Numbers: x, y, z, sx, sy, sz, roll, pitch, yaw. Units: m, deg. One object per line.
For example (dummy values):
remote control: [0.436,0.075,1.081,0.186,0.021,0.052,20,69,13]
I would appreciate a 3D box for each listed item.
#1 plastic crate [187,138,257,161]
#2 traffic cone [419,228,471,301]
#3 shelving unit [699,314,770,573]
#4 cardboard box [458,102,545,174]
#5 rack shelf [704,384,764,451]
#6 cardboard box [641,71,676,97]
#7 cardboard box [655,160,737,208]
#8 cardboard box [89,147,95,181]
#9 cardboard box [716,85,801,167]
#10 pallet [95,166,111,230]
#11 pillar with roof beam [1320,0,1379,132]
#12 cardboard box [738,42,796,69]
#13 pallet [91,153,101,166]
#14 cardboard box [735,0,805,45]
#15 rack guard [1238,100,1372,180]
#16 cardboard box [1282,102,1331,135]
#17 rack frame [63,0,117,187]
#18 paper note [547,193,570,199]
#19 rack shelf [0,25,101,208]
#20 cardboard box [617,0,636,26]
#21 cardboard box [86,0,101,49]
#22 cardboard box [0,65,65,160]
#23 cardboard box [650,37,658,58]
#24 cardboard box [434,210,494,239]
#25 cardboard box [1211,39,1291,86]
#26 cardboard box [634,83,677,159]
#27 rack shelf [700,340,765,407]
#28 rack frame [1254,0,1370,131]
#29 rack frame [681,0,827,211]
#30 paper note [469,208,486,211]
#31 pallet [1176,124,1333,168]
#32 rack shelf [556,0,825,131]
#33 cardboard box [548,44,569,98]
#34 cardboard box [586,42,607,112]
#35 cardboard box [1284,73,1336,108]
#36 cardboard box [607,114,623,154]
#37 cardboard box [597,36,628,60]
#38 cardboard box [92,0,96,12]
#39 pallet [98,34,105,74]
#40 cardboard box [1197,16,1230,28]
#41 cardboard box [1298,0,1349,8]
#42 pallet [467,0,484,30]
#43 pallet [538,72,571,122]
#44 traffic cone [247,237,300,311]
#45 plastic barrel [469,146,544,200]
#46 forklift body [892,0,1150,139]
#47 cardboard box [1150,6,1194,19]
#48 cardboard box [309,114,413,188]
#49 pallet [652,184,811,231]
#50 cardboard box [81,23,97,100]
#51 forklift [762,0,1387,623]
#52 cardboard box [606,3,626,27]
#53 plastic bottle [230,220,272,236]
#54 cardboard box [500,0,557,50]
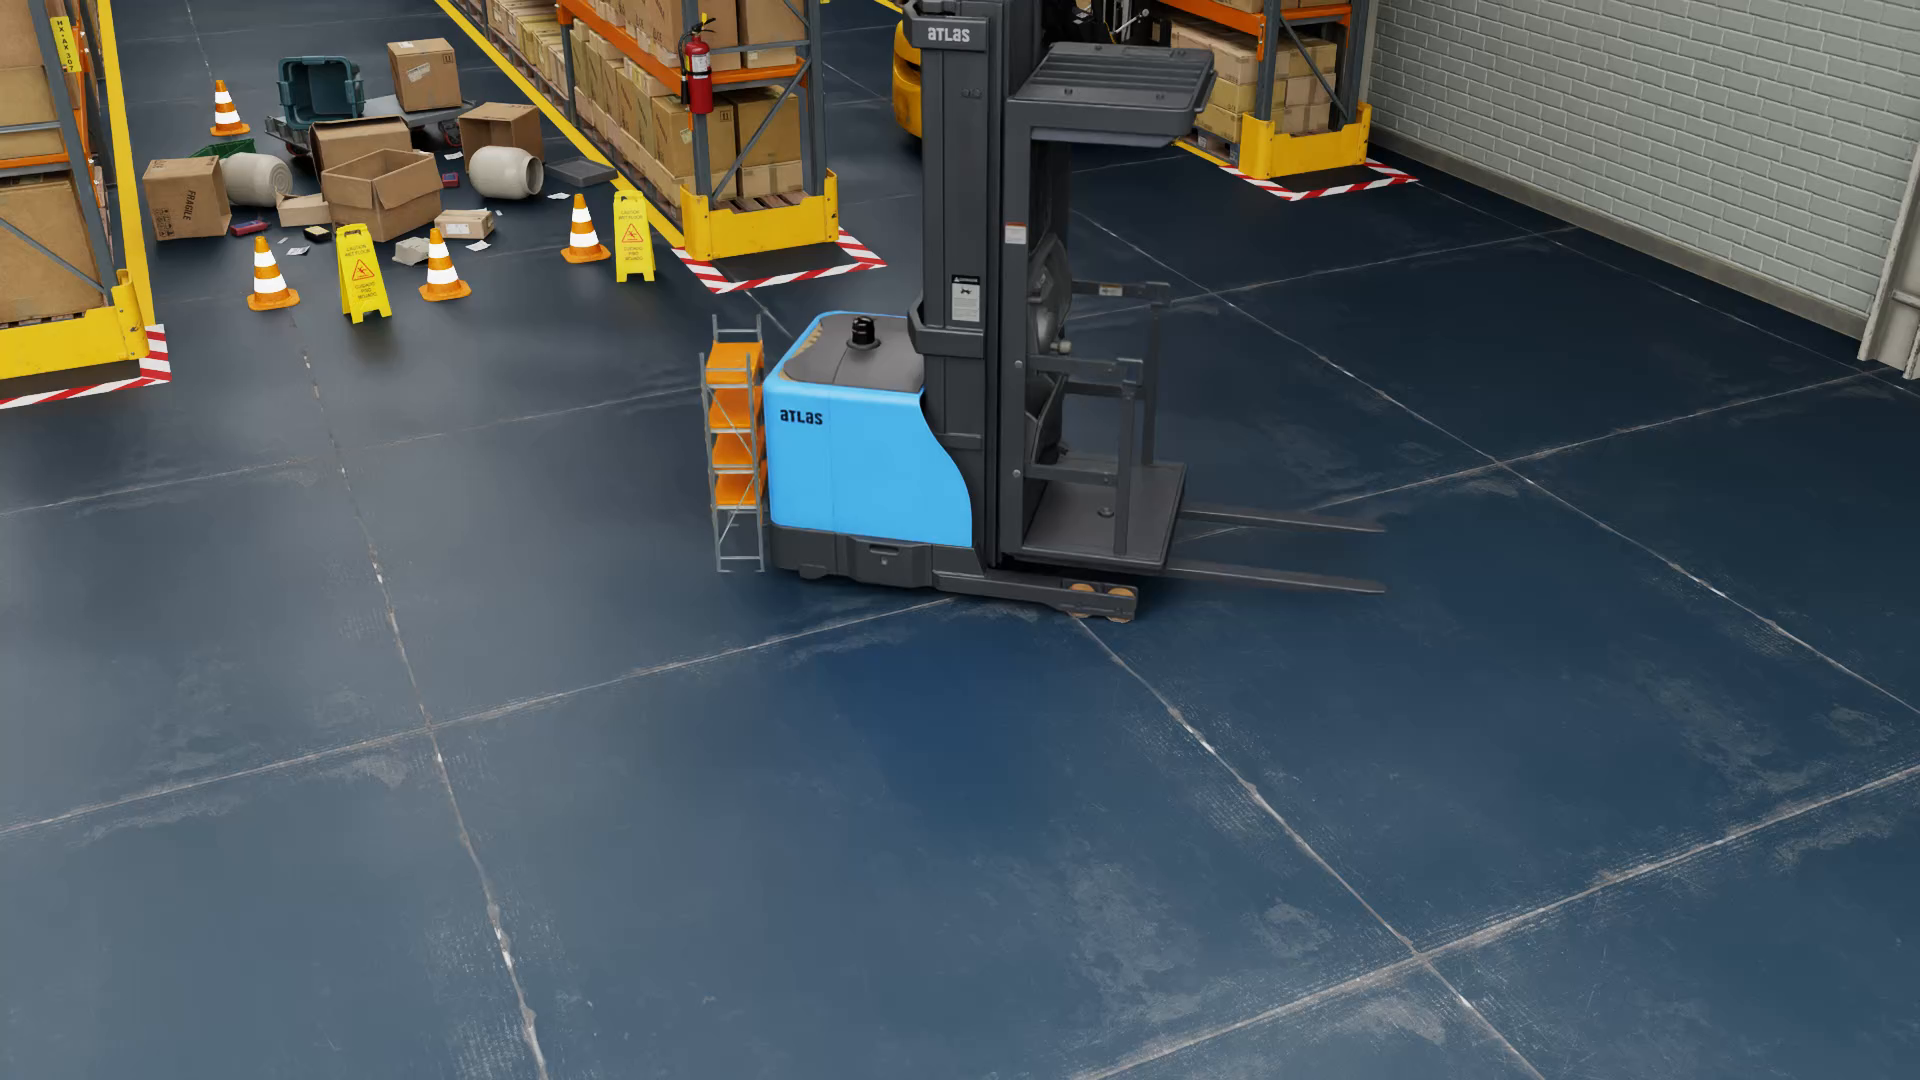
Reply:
plastic crate: [-6.374,-3.235,14.268,0.450,0.188,0.662,-7,28,9]
traffic cone: [-3.693,-1.984,11.815,0.336,0.463,0.334,-13,32,-22]
shelving unit: [-1.115,-0.481,8.380,0.258,1.200,0.503,0,29,0]
cardboard box: [-3.973,-3.473,14.431,0.500,0.500,0.500,7,30,13]
rack shelf: [-1.115,-0.617,8.304,0.258,0.148,0.480,0,29,0]
cardboard box: [-2.285,-3.596,13.048,0.380,0.149,0.250,-12,31,-21]
cardboard box: [-2.087,-2.850,13.147,0.500,0.250,0.500,-13,32,-22]
cardboard box: [-7.425,-3.202,13.136,0.875,0.875,0.875,-13,32,-21]
cardboard box: [-1.594,-3.290,13.166,0.500,0.500,0.500,-14,32,-24]
pallet: [-7.376,-2.669,13.294,1.003,0.211,1.213,-13,32,-22]
pillar with roof beam: [-0.378,-6.808,11.691,9.100,9.000,0.400,-13,32,-22]
cardboard box: [-1.446,-3.639,12.429,0.380,0.149,0.250,-13,32,-22]
pallet: [-8.031,-3.346,14.502,1.003,0.211,1.213,-13,32,-22]
cardboard box: [-1.440,-3.996,12.402,0.500,0.500,0.500,-14,32,-23]
rack guard: [3.005,-3.498,14.477,1.175,0.500,0.348,-13,32,-22]
cardboard box: [2.960,-3.841,14.914,0.500,0.250,0.500,-13,32,-22]
rack frame: [-7.631,-4.238,13.240,1.000,3.000,0.127,-13,32,-22]
paper note: [-3.332,-2.865,13.829,0.148,0.019,0.142,26,38,38]
rack shelf: [-6.773,-3.040,11.841,1.077,0.370,4.000,-13,32,-22]
cardboard box: [-2.391,-4.354,13.041,0.500,0.500,0.500,-13,32,-22]
cardboard box: [-9.422,-5.464,17.553,0.500,0.500,0.500,-15,32,-24]
cardboard box: [-6.114,-2.691,10.328,0.875,0.550,0.550,-13,32,-22]
cardboard box: [-2.140,-3.772,12.666,0.380,0.149,0.250,-14,32,-23]
cardboard box: [-3.874,-2.466,12.995,0.380,0.149,0.250,2,29,4]
cardboard box: [2.515,-4.157,14.455,0.500,0.250,0.500,-12,31,-20]
cardboard box: [-2.293,-3.395,13.352,0.500,0.500,0.500,-12,31,-20]
rack shelf: [-1.115,-0.823,8.188,0.258,0.148,0.480,0,29,0]
rack frame: [2.995,-4.599,13.884,1.000,3.000,0.127,-13,32,-22]
rack frame: [-1.487,-3.555,12.022,1.000,3.000,0.127,-13,32,-22]
paper note: [-3.920,-2.661,13.476,0.148,0.019,0.142,-3,29,-5]
pallet: [2.628,-3.711,15.153,1.003,0.211,1.213,-13,32,-22]
rack shelf: [-2.345,-4.124,13.774,1.077,0.370,4.000,-13,32,-22]
cardboard box: [-3.431,-4.590,16.126,0.950,0.372,0.625,-13,32,-21]
cardboard box: [-2.954,-4.081,14.577,0.500,0.500,0.500,-12,31,-20]
cardboard box: [2.980,-4.052,14.780,0.500,0.250,0.500,-12,32,-21]
cardboard box: [-2.725,-3.521,14.344,0.500,0.250,0.500,-14,32,-23]
cardboard box: [-2.855,-4.185,14.099,0.380,0.149,0.250,-11,31,-19]
cardboard box: [-10.301,-6.364,19.158,0.500,0.500,0.500,-14,32,-23]
pallet: [-9.683,-5.134,17.690,1.003,0.211,1.213,-13,32,-22]
cardboard box: [2.536,-4.714,15.449,0.500,0.250,0.500,-13,32,-22]
cardboard box: [3.033,-4.919,14.354,0.500,0.500,0.500,-12,31,-20]
pallet: [-5.192,-6.236,19.656,1.003,0.211,1.213,-13,32,-22]
pallet: [-3.540,-4.449,16.468,1.003,0.211,1.213,-13,32,-22]
traffic cone: [-4.860,-1.897,11.660,0.336,0.463,0.334,-13,32,-22]
plastic barrel: [-3.741,-3.026,13.713,0.512,0.421,0.421,7,30,13]
forklift body: [0.533,-4.683,14.902,2.313,2.155,1.214,-13,32,-22]
cardboard box: [1.854,-4.827,15.651,0.500,0.250,0.500,-14,32,-23]
cardboard box: [-4.936,-3.181,13.769,0.797,0.637,0.503,-13,32,-22]
pallet: [-1.836,-2.738,13.418,1.003,0.211,1.213,-13,32,-22]
cardboard box: [-8.790,-4.533,15.638,1.050,0.750,0.750,-13,32,-21]
forklift: [0.612,-1.164,7.829,3.031,2.935,1.130,6,30,11]
cardboard box: [-2.684,-4.333,13.667,0.380,0.149,0.250,-13,32,-22]
plastic bottle: [-5.573,-2.459,13.074,0.133,0.061,0.283,26,38,38]
cardboard box: [-4.364,-5.550,17.837,0.950,0.372,0.625,-14,32,-23]
